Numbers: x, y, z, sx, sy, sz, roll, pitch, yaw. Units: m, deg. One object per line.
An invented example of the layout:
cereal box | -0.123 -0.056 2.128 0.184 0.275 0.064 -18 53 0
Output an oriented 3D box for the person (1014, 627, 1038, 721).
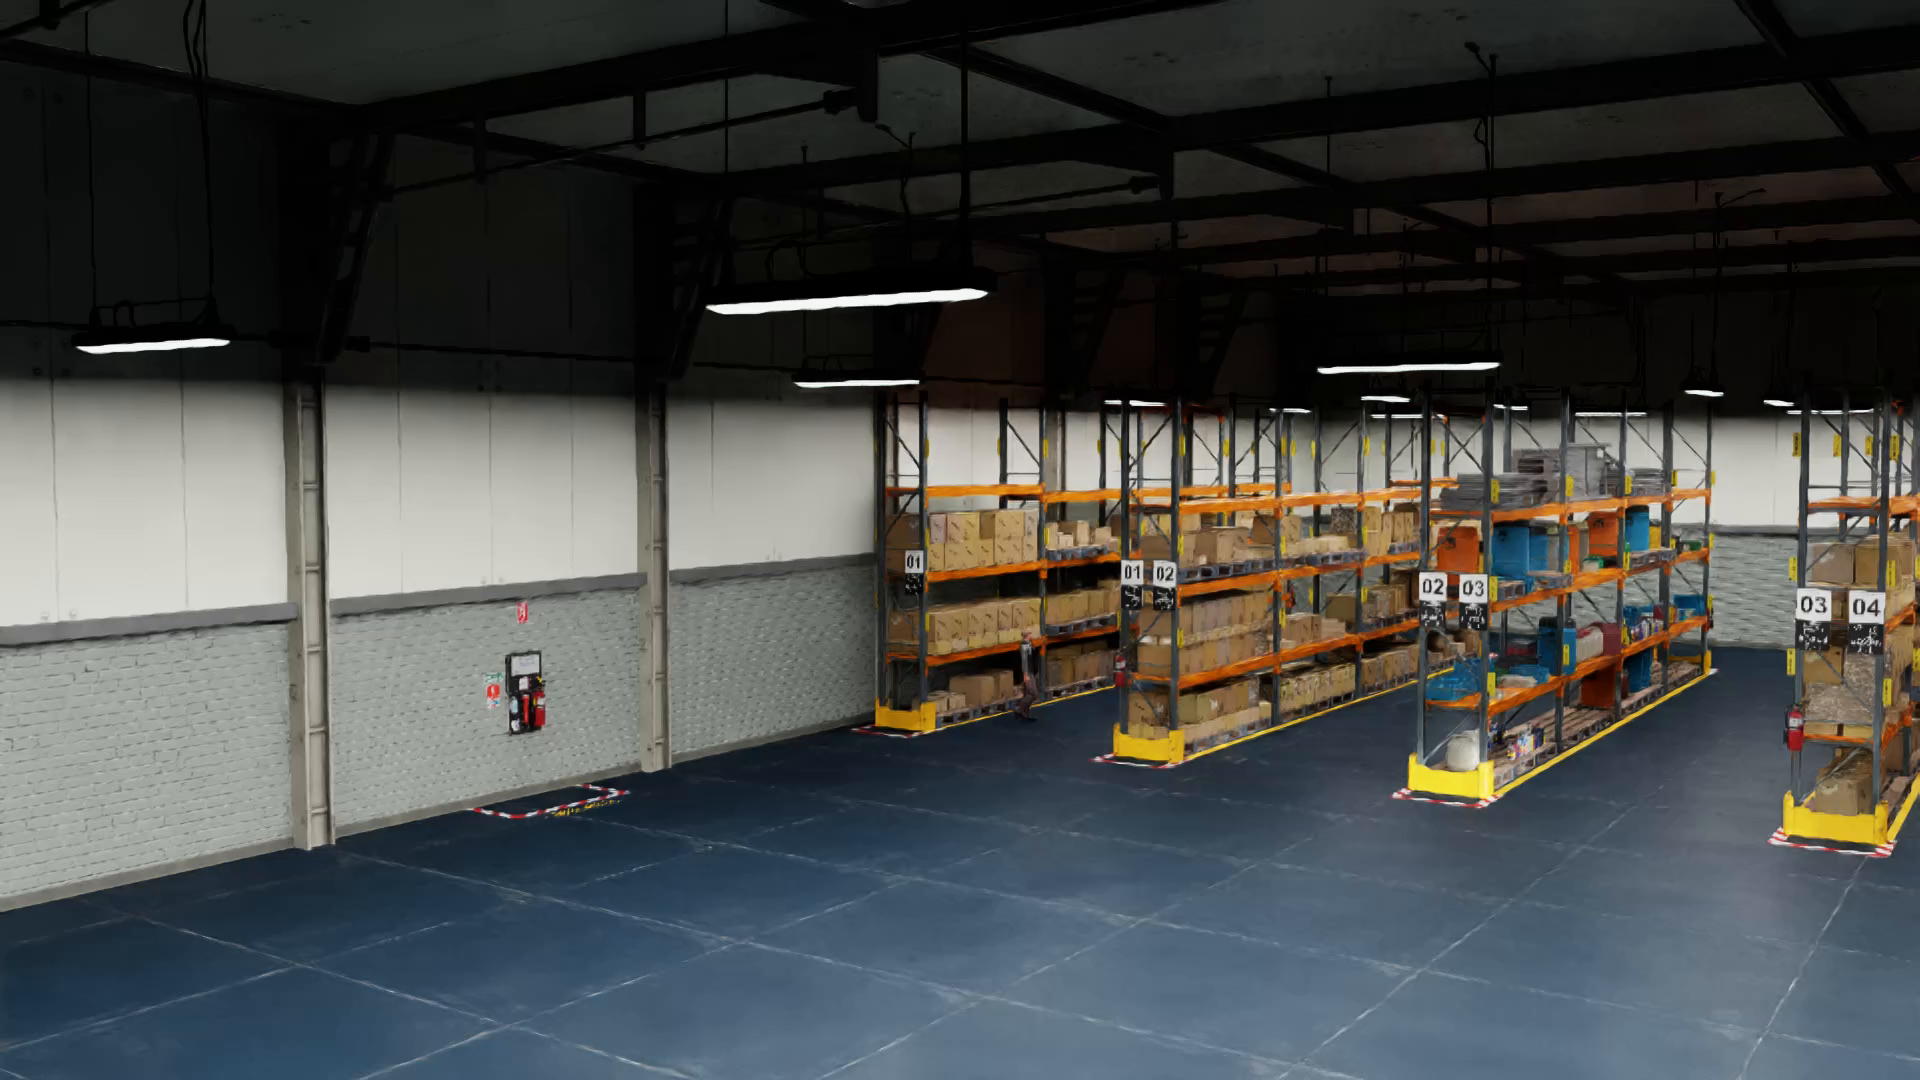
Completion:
person | 1.217 2.457 30.344 0.445 1.718 0.575 0 3 8

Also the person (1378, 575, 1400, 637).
person | 11.151 1.756 43.759 0.720 1.623 0.526 -1 3 -23
